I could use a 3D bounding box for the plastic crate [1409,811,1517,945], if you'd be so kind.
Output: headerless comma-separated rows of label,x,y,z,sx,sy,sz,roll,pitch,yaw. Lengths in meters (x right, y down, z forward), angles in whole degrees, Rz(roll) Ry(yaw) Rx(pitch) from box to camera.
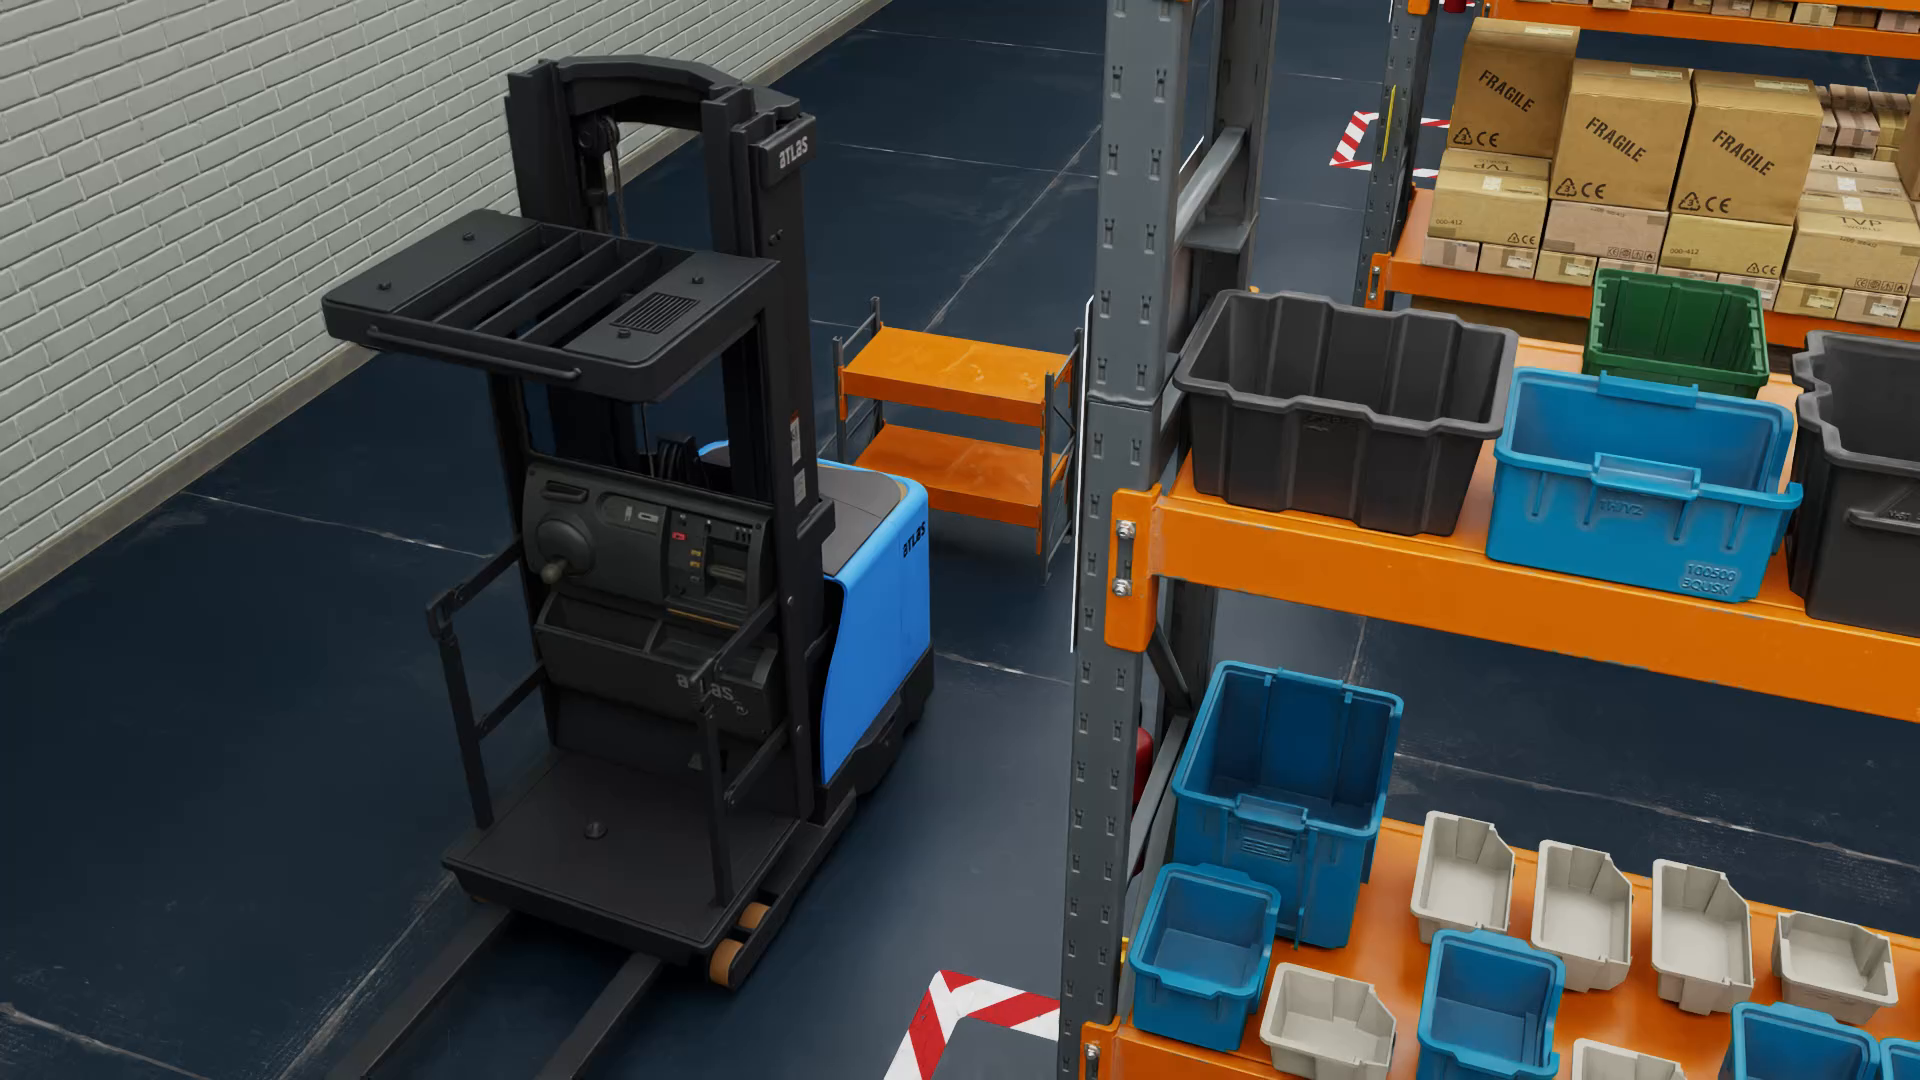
plastic crate,1.295,0.898,4.281,0.243,0.136,0.396,11,34,16

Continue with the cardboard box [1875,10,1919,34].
cardboard box,6.312,-3.548,11.211,0.250,0.149,0.380,10,34,14

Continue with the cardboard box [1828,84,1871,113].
cardboard box,6.457,-3.179,12.101,0.250,0.149,0.380,12,35,17

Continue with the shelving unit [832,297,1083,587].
shelving unit,-0.006,-0.474,7.947,1.048,1.125,0.538,11,34,16

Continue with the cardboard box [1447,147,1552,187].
cardboard box,2.683,-1.882,8.264,0.500,0.250,0.500,10,34,16

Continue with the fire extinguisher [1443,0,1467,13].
fire extinguisher,3.824,-4.380,12.684,0.183,0.674,0.296,11,34,16

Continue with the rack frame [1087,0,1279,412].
rack frame,0.466,-1.765,2.687,0.127,3.000,1.000,11,34,16

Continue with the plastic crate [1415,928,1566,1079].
plastic crate,1.207,1.135,3.826,0.300,0.233,0.416,11,34,16

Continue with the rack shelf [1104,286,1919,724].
rack shelf,2.349,0.164,3.129,4.000,0.370,1.077,11,34,16

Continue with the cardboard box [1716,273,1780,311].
cardboard box,3.571,-1.200,7.575,0.250,0.149,0.380,11,34,16

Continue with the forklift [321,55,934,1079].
forklift,-1.153,0.070,5.440,1.130,2.935,3.031,13,35,19

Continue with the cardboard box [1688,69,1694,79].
cardboard box,5.487,-3.390,12.428,0.250,0.149,0.380,12,35,18

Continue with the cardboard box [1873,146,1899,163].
cardboard box,6.547,-2.734,11.685,0.250,0.149,0.380,11,35,17

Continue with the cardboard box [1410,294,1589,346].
cardboard box,2.766,-0.981,8.575,0.875,0.875,0.875,11,34,16

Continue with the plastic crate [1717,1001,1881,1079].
plastic crate,1.827,1.255,3.640,0.300,0.233,0.416,11,34,16

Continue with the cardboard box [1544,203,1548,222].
cardboard box,3.066,-1.677,8.314,0.250,0.149,0.380,11,34,17

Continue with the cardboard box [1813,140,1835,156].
cardboard box,6.055,-2.830,11.834,0.250,0.149,0.380,9,34,14

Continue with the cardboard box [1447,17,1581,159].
cardboard box,2.684,-2.195,8.057,0.500,0.500,0.500,11,35,17

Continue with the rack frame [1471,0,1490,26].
rack frame,3.905,-4.287,12.125,0.127,3.000,1.000,11,34,16

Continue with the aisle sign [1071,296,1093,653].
aisle sign,0.298,-0.198,3.394,0.004,0.787,0.394,11,34,16

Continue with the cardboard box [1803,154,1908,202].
cardboard box,4.131,-1.603,7.831,0.500,0.250,0.500,11,34,17

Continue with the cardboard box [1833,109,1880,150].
cardboard box,6.253,-2.874,11.629,0.250,0.149,0.380,9,34,14

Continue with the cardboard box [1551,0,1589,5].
cardboard box,4.353,-3.930,11.803,0.250,0.149,0.380,12,35,18

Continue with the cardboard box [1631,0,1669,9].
cardboard box,4.879,-3.876,11.719,0.250,0.149,0.380,13,35,19

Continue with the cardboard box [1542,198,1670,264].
cardboard box,2.989,-1.518,7.699,0.500,0.250,0.500,11,34,16

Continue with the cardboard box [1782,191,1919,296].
cardboard box,3.954,-1.331,7.410,0.500,0.250,0.500,10,34,16

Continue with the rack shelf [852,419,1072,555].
rack shelf,-0.006,-0.268,8.079,1.000,0.278,0.538,11,34,16

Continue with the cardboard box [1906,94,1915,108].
cardboard box,6.923,-3.055,11.908,0.250,0.149,0.380,11,34,16

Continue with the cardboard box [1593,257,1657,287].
cardboard box,3.089,-1.294,7.721,0.250,0.149,0.380,10,34,16

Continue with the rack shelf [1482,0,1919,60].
rack shelf,5.788,-3.619,11.753,4.000,0.370,1.077,11,34,16

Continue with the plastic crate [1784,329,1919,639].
plastic crate,1.811,-0.058,2.867,0.767,0.338,0.504,11,34,16

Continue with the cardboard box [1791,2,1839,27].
cardboard box,5.827,-3.632,11.342,0.250,0.149,0.380,12,35,17

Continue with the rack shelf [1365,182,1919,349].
rack shelf,4.020,-1.105,7.859,4.000,0.370,1.077,11,34,16

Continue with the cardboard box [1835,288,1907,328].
cardboard box,4.056,-1.106,7.430,0.250,0.149,0.380,12,35,17

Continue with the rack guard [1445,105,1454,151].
rack guard,3.977,-3.223,12.781,0.348,0.500,1.175,11,34,16

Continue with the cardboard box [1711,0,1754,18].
cardboard box,5.349,-3.754,11.530,0.250,0.149,0.380,10,34,16

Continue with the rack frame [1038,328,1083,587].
rack frame,0.472,-0.381,7.803,0.032,1.125,0.500,11,34,16

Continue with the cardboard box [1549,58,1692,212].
cardboard box,2.968,-1.833,7.496,0.500,0.500,0.500,10,34,15

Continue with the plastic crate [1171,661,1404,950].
plastic crate,0.844,0.682,4.341,0.499,0.435,0.616,11,34,16

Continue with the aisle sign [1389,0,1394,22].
aisle sign,1.968,-2.725,7.309,0.004,0.787,0.394,11,34,16

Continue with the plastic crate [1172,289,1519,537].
plastic crate,0.734,-0.237,3.206,0.590,0.269,0.497,11,34,16

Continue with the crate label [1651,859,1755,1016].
crate label,1.833,0.997,4.128,0.243,0.136,0.396,11,34,16

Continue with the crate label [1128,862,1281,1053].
crate label,0.587,1.014,4.013,0.303,0.233,0.416,11,34,16

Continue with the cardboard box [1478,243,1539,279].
cardboard box,2.602,-1.388,7.866,0.250,0.149,0.380,11,34,16
